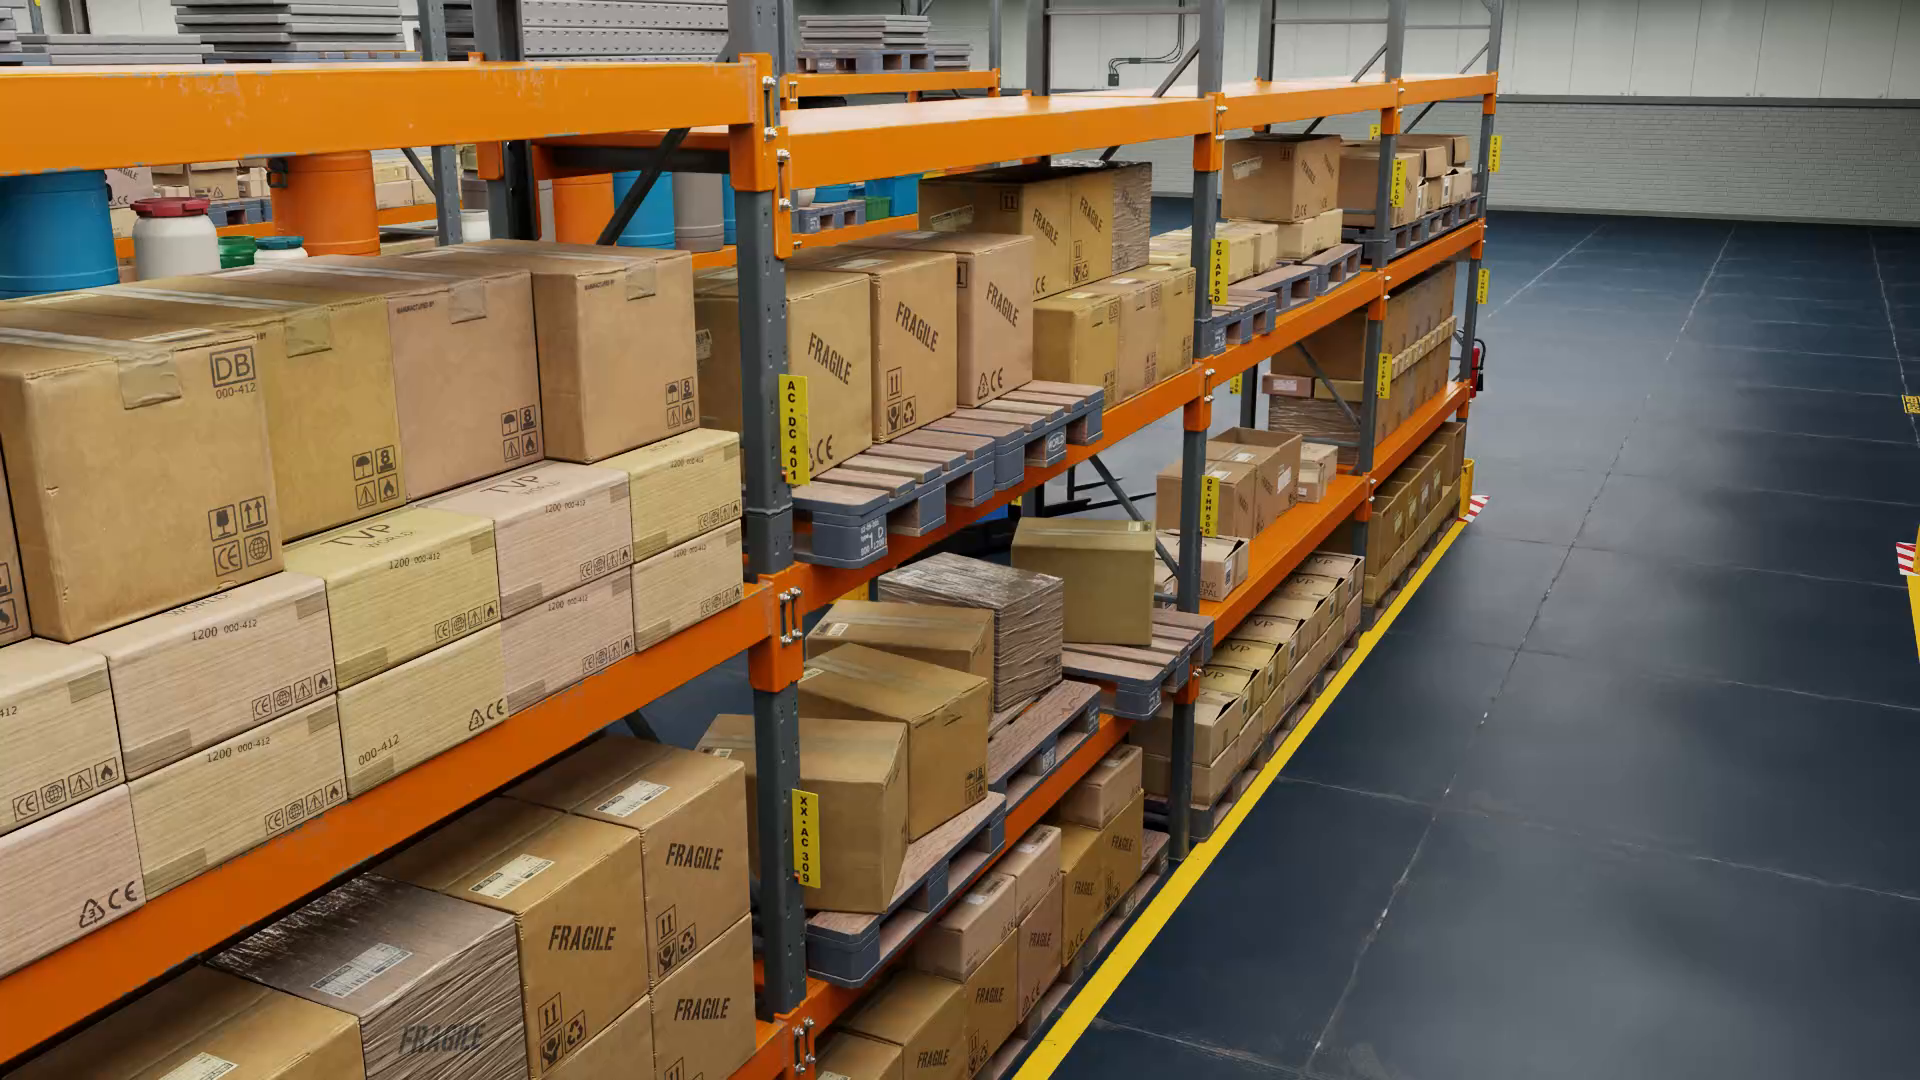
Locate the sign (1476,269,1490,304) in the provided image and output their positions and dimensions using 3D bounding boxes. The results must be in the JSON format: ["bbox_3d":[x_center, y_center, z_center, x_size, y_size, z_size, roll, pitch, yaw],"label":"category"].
[{"bbox_3d":[4.862,-2.357,15.469,0.100,0.325,0.005,8,18,25],"label":"sign"}]

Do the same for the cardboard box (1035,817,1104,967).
[{"bbox_3d":[0.368,1.664,7.998,0.500,0.500,0.500,7,18,23],"label":"cardboard box"}]

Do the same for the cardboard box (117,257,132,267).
[{"bbox_3d":[-10.320,-3.495,19.587,0.875,0.550,0.550,8,18,25],"label":"cardboard box"}]

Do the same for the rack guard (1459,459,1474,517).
[{"bbox_3d":[4.393,-0.569,16.288,1.175,0.500,0.348,8,18,25],"label":"rack guard"}]

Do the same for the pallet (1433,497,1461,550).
[{"bbox_3d":[4.078,-0.225,15.635,1.003,0.211,1.213,8,18,25],"label":"pallet"}]

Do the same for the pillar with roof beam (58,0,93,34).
[{"bbox_3d":[-12.371,-8.708,28.762,9.100,9.000,0.400,8,18,25],"label":"pillar with roof beam"}]

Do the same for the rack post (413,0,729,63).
[{"bbox_3d":[-2.638,-3.833,11.998,1.013,1.000,3.121,8,18,25],"label":"rack post"}]

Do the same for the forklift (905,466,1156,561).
[{"bbox_3d":[0.520,-1.504,15.164,3.031,2.935,1.130,-11,20,-32],"label":"forklift"}]

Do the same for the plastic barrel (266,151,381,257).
[{"bbox_3d":[-3.878,-2.056,10.142,0.600,0.830,0.708,8,18,25],"label":"plastic barrel"}]

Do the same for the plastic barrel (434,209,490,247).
[{"bbox_3d":[-3.209,-1.886,10.868,0.421,0.512,0.421,0,17,0],"label":"plastic barrel"}]

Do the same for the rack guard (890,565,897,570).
[{"bbox_3d":[-0.842,0.112,14.434,0.587,0.250,0.087,3,17,10],"label":"rack guard"}]

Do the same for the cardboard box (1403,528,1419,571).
[{"bbox_3d":[3.530,0.041,13.934,0.500,0.250,0.500,8,18,25],"label":"cardboard box"}]

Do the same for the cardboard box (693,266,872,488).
[{"bbox_3d":[-0.689,-0.559,5.506,0.600,0.600,0.600,6,18,20],"label":"cardboard box"}]

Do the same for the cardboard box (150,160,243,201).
[{"bbox_3d":[-6.984,-3.345,15.057,0.797,0.503,0.637,9,19,28],"label":"cardboard box"}]

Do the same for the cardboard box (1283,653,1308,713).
[{"bbox_3d":[1.985,0.905,11.026,0.500,0.250,0.500,9,19,26],"label":"cardboard box"}]

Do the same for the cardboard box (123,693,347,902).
[{"bbox_3d":[-1.635,0.468,3.401,0.500,0.250,0.500,8,18,25],"label":"cardboard box"}]

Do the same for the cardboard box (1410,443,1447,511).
[{"bbox_3d":[3.975,-0.573,14.685,0.500,0.500,0.500,8,18,25],"label":"cardboard box"}]

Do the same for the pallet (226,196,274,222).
[{"bbox_3d":[-6.637,-3.208,15.844,1.213,0.211,1.003,8,18,25],"label":"pallet"}]

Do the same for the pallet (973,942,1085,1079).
[{"bbox_3d":[-0.106,2.108,7.782,1.003,0.211,1.213,8,18,25],"label":"pallet"}]

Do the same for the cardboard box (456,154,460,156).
[{"bbox_3d":[-5.490,-4.143,18.224,0.380,0.149,0.250,8,18,25],"label":"cardboard box"}]

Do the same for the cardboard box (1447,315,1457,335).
[{"bbox_3d":[4.382,-1.999,15.396,0.380,0.149,0.250,8,18,24],"label":"cardboard box"}]

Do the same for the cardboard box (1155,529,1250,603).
[{"bbox_3d":[1.381,0.116,9.748,0.500,0.311,0.500,8,18,25],"label":"cardboard box"}]

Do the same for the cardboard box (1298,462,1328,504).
[{"bbox_3d":[2.367,-0.431,11.668,0.396,0.266,0.258,8,18,24],"label":"cardboard box"}]

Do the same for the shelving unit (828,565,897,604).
[{"bbox_3d":[-0.936,-0.348,13.787,0.587,1.500,1.083,3,17,10],"label":"shelving unit"}]

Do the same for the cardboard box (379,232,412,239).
[{"bbox_3d":[-6.088,-2.951,17.462,0.500,0.500,0.500,8,18,25],"label":"cardboard box"}]

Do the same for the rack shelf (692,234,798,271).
[{"bbox_3d":[-2.728,-1.957,12.567,1.077,0.370,4.000,8,18,25],"label":"rack shelf"}]

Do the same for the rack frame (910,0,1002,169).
[{"bbox_3d":[-0.047,-5.268,17.183,1.000,3.000,0.127,8,18,25],"label":"rack frame"}]

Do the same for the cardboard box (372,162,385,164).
[{"bbox_3d":[-6.143,-3.812,17.110,0.380,0.149,0.250,7,18,23],"label":"cardboard box"}]

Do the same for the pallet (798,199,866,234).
[{"bbox_3d":[-1.600,-2.917,14.867,1.213,0.211,1.003,8,18,25],"label":"pallet"}]

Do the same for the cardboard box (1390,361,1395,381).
[{"bbox_3d":[3.230,-1.342,13.185,0.380,0.149,0.250,8,18,25],"label":"cardboard box"}]

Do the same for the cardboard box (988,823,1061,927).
[{"bbox_3d":[0.125,1.448,7.406,0.500,0.250,0.500,8,18,24],"label":"cardboard box"}]

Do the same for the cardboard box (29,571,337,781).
[{"bbox_3d":[-1.630,0.229,3.327,0.500,0.250,0.500,8,18,25],"label":"cardboard box"}]

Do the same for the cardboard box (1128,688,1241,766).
[{"bbox_3d":[1.305,1.028,9.626,0.500,0.311,0.500,9,19,27],"label":"cardboard box"}]

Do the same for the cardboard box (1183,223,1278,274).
[{"bbox_3d":[1.686,-1.831,10.402,0.500,0.250,0.500,6,18,21],"label":"cardboard box"}]

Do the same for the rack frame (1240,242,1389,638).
[{"bbox_3d":[2.595,-0.742,12.481,1.000,3.000,0.127,8,18,25],"label":"rack frame"}]

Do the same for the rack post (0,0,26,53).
[{"bbox_3d":[-5.005,-2.386,7.611,0.937,0.300,0.954,8,18,24],"label":"rack post"}]

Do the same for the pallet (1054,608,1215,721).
[{"bbox_3d":[0.568,0.550,8.467,1.213,0.211,1.003,8,18,25],"label":"pallet"}]

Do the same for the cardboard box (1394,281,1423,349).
[{"bbox_3d":[3.460,-1.910,13.957,0.700,0.500,0.500,8,18,25],"label":"cardboard box"}]

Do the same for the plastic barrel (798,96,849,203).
[{"bbox_3d":[-1.294,-3.493,14.856,0.600,0.901,0.708,8,18,25],"label":"plastic barrel"}]

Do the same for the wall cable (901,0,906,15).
[{"bbox_3d":[-0.579,-16.539,51.713,3.097,2.526,0.112,8,18,25],"label":"wall cable"}]

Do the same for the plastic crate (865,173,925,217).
[{"bbox_3d":[-0.630,-3.299,15.848,0.392,0.384,0.575,8,18,25],"label":"plastic crate"}]

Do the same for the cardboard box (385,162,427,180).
[{"bbox_3d":[-5.646,-3.748,16.894,0.380,0.149,0.250,8,18,26],"label":"cardboard box"}]

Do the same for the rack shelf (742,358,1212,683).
[{"bbox_3d":[-0.086,-0.307,7.011,1.077,0.370,4.000,8,18,25],"label":"rack shelf"}]

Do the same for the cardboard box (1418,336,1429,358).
[{"bbox_3d":[3.805,-1.669,14.285,0.380,0.149,0.250,9,19,27],"label":"cardboard box"}]

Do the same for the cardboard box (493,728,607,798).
[{"bbox_3d":[-1.442,0.852,5.181,0.500,0.500,0.500,9,19,27],"label":"cardboard box"}]

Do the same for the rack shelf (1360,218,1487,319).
[{"bbox_3d":[3.489,-2.345,13.872,1.077,0.370,4.000,8,18,25],"label":"rack shelf"}]

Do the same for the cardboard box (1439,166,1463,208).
[{"bbox_3d":[3.855,-2.956,13.840,0.500,0.311,0.500,11,20,32],"label":"cardboard box"}]

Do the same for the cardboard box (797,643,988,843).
[{"bbox_3d":[-0.317,0.771,6.474,0.700,0.500,0.500,12,20,34],"label":"cardboard box"}]

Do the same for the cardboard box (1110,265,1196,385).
[{"bbox_3d":[0.643,-1.094,8.221,0.910,0.500,0.500,8,18,25],"label":"cardboard box"}]

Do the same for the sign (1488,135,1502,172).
[{"bbox_3d":[4.862,-3.513,15.126,0.100,0.325,0.005,8,18,25],"label":"sign"}]

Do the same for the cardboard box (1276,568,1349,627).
[{"bbox_3d":[2.444,0.378,11.814,0.500,0.311,0.500,9,19,27],"label":"cardboard box"}]

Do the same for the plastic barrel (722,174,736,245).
[{"bbox_3d":[-1.868,-2.895,13.579,0.600,0.901,0.708,8,18,25],"label":"plastic barrel"}]

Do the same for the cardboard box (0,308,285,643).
[{"bbox_3d":[-1.818,-0.157,3.310,0.700,0.500,0.500,8,18,25],"label":"cardboard box"}]

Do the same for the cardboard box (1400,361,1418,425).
[{"bbox_3d":[3.473,-1.297,14.174,0.700,0.500,0.500,9,19,27],"label":"cardboard box"}]

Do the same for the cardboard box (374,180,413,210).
[{"bbox_3d":[-5.835,-3.452,16.598,0.500,0.250,0.500,7,18,23],"label":"cardboard box"}]

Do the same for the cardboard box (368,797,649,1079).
[{"bbox_3d":[-1.200,1.061,4.479,0.500,0.500,0.500,8,18,24],"label":"cardboard box"}]
